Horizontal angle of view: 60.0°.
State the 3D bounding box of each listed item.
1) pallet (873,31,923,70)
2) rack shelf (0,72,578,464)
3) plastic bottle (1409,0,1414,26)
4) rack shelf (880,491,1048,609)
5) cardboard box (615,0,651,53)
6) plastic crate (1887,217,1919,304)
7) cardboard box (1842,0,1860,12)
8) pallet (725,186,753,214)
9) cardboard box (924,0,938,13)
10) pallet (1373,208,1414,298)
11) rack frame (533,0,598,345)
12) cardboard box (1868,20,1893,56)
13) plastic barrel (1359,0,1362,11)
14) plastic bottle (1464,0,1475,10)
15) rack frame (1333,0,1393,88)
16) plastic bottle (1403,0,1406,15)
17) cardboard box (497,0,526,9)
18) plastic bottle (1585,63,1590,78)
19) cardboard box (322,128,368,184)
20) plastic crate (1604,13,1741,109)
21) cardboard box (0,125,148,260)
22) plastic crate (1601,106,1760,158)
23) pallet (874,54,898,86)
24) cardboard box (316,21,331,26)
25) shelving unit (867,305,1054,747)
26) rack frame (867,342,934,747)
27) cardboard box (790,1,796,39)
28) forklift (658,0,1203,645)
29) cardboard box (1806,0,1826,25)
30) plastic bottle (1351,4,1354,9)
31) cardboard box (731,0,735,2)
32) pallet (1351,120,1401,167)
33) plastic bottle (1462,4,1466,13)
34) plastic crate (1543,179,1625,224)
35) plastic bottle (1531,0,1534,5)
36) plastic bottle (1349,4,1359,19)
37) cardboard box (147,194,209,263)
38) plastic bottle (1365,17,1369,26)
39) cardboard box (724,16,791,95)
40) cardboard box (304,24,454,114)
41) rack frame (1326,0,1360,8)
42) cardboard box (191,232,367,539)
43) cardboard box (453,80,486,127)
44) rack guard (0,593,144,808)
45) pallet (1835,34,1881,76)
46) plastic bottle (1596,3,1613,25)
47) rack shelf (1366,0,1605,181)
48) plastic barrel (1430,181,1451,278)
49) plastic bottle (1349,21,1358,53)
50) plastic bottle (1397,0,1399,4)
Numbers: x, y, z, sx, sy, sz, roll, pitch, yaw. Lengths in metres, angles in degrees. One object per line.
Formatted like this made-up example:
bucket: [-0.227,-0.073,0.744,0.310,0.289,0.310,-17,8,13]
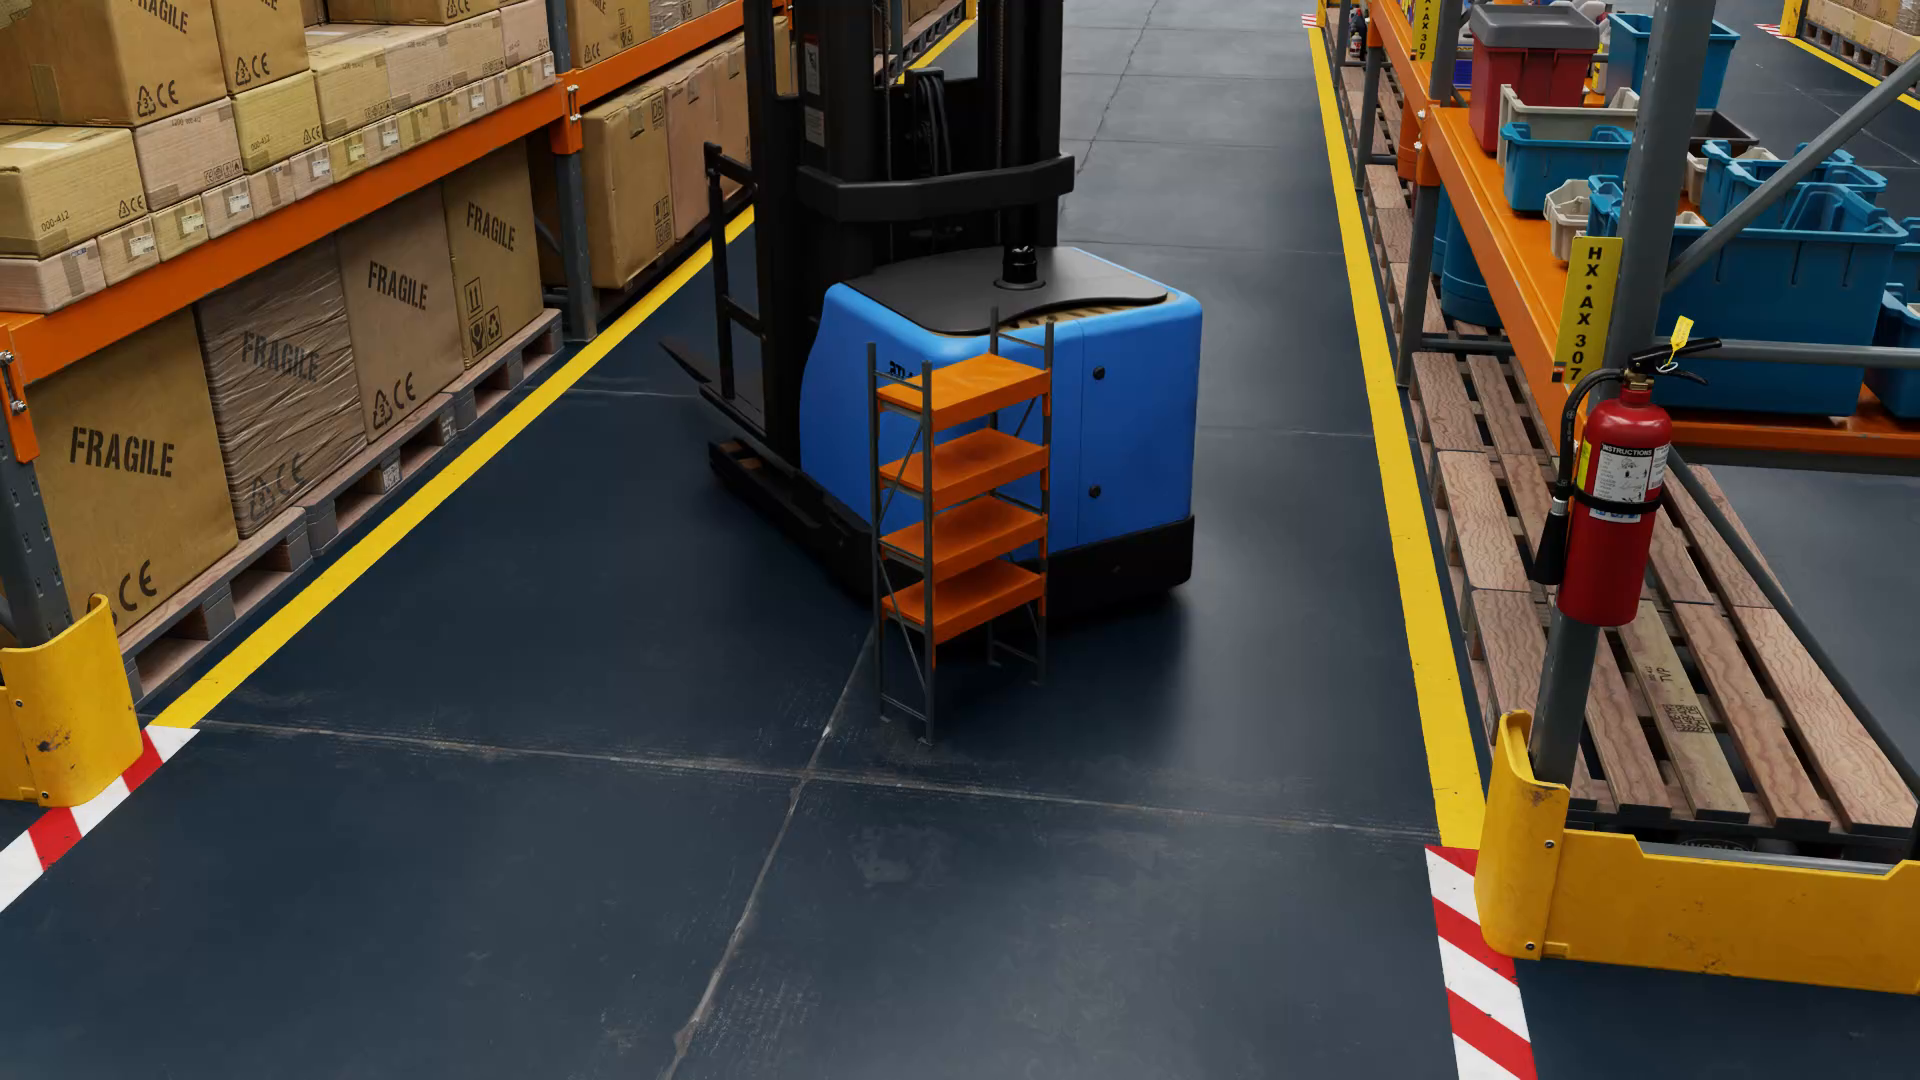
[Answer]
pallet: [-0.963,-4.766,16.183,1.003,0.211,1.213,4,25,9]
rack shelf: [-2.672,-1.237,6.204,1.077,0.370,4.000,4,25,9]
plastic bottle: [2.571,-3.038,9.339,0.061,0.283,0.133,4,25,9]
rack shelf: [0.006,0.022,4.946,0.480,0.148,0.258,-23,33,-40]
cardboard box: [-1.942,-2.830,8.640,0.500,0.500,0.500,4,25,9]
plastic crate: [2.360,-0.691,4.314,0.416,0.233,0.300,4,25,9]
cardboard box: [8.932,-5.387,16.084,0.500,0.500,0.500,4,25,9]
pallet: [-1.895,-2.485,11.310,1.003,0.211,1.213,4,25,9]
cardboard box: [-0.567,-5.964,17.907,0.500,0.500,0.500,11,27,22]
pallet: [2.905,-1.625,9.473,1.003,0.211,1.213,4,25,9]
rack frame: [-2.345,-2.400,7.838,1.000,3.000,0.127,4,25,9]
cardboard box: [8.753,-4.630,15.352,0.500,0.250,0.500,4,25,9]
plastic barrel: [4.470,-5.858,17.666,0.421,0.512,0.421,0,25,0]
plastic bottle: [2.577,-2.605,8.428,0.097,0.271,0.097,0,25,0]
rack frame: [3.849,-5.402,14.253,1.000,3.000,0.127,4,25,9]
plastic bottle: [2.662,-3.185,9.750,0.097,0.201,0.097,0,25,0]
cardboard box: [-2.157,-2.595,7.198,0.500,0.500,0.500,5,25,10]
plastic bottle: [2.926,-2.288,7.833,0.097,0.201,0.097,0,25,0]
cardboard box: [-2.365,-1.382,5.960,0.380,0.149,0.250,3,25,7]
plastic crate: [2.801,-1.858,6.628,0.392,0.384,0.575,4,25,9]
cardboard box: [-2.654,-0.976,4.622,0.500,0.250,0.500,3,25,7]
plastic crate: [2.623,-1.472,6.111,0.437,0.125,0.590,4,25,9]
pallet: [-1.164,-4.157,14.882,1.003,0.211,1.213,4,25,9]
cardboard box: [-2.767,-2.080,6.982,0.500,0.250,0.500,4,25,8]
shelving unit: [0.006,-0.039,4.918,0.503,1.200,0.258,-23,33,-40]
rack frame: [-0.166,0.034,4.762,0.015,1.200,0.240,-23,33,-40]
cardboard box: [-1.535,-3.984,12.769,0.500,0.250,0.500,7,26,14]
forklift: [-0.360,-1.575,6.158,1.130,2.935,3.031,-14,28,-27]
cardboard box: [9.081,-5.467,17.138,0.500,0.250,0.500,4,25,9]
plastic bottle: [3.842,-5.159,16.432,0.097,0.271,0.097,0,25,0]
cardboard box: [-1.615,-3.686,10.469,0.500,0.500,0.500,4,25,8]
pallet: [3.360,-2.788,11.957,1.003,0.211,1.213,4,25,9]
plastic bottle: [2.368,-2.441,7.985,0.144,0.351,0.185,4,25,9]
plastic crate: [1.955,-1.008,5.106,0.298,0.136,0.250,4,25,9]
plastic bottle: [3.459,-3.256,9.903,0.097,0.201,0.097,0,25,0]
plastic bottle: [3.754,-4.907,15.800,0.144,0.351,0.185,4,25,8]
cardboard box: [-2.533,-0.953,5.044,0.380,0.149,0.250,3,25,7]
plastic bottle: [3.851,-4.738,15.528,0.152,0.276,0.135,4,25,9]
cardboard box: [-1.825,-3.013,11.160,1.225,0.875,0.875,3,25,6]
cardboard box: [-2.324,-1.833,6.455,0.500,0.250,0.500,5,25,10]
rack frame: [4.502,-7.075,17.827,1.000,3.000,0.127,4,25,9]
cardboard box: [-2.825,-0.608,6.022,0.875,0.875,0.875,4,25,9]
cardboard box: [-2.198,-1.813,6.881,0.380,0.149,0.250,4,25,9]
rack guard: [-3.003,0.415,4.773,1.175,0.500,0.348,4,25,9]
pallet: [9.103,-4.636,15.906,1.003,0.211,1.213,4,25,9]
plastic bottle: [3.167,-2.499,8.188,0.061,0.283,0.133,4,25,9]
rack shelf: [2.868,-2.567,9.045,1.077,0.370,4.000,4,25,9]
plastic barrel: [2.763,-1.819,8.577,0.600,0.901,0.708,4,25,9]
plastic bottle: [3.602,-4.595,15.215,0.061,0.283,0.133,5,26,11]
plastic bottle: [2.743,-3.394,10.196,0.097,0.201,0.097,0,25,0]
